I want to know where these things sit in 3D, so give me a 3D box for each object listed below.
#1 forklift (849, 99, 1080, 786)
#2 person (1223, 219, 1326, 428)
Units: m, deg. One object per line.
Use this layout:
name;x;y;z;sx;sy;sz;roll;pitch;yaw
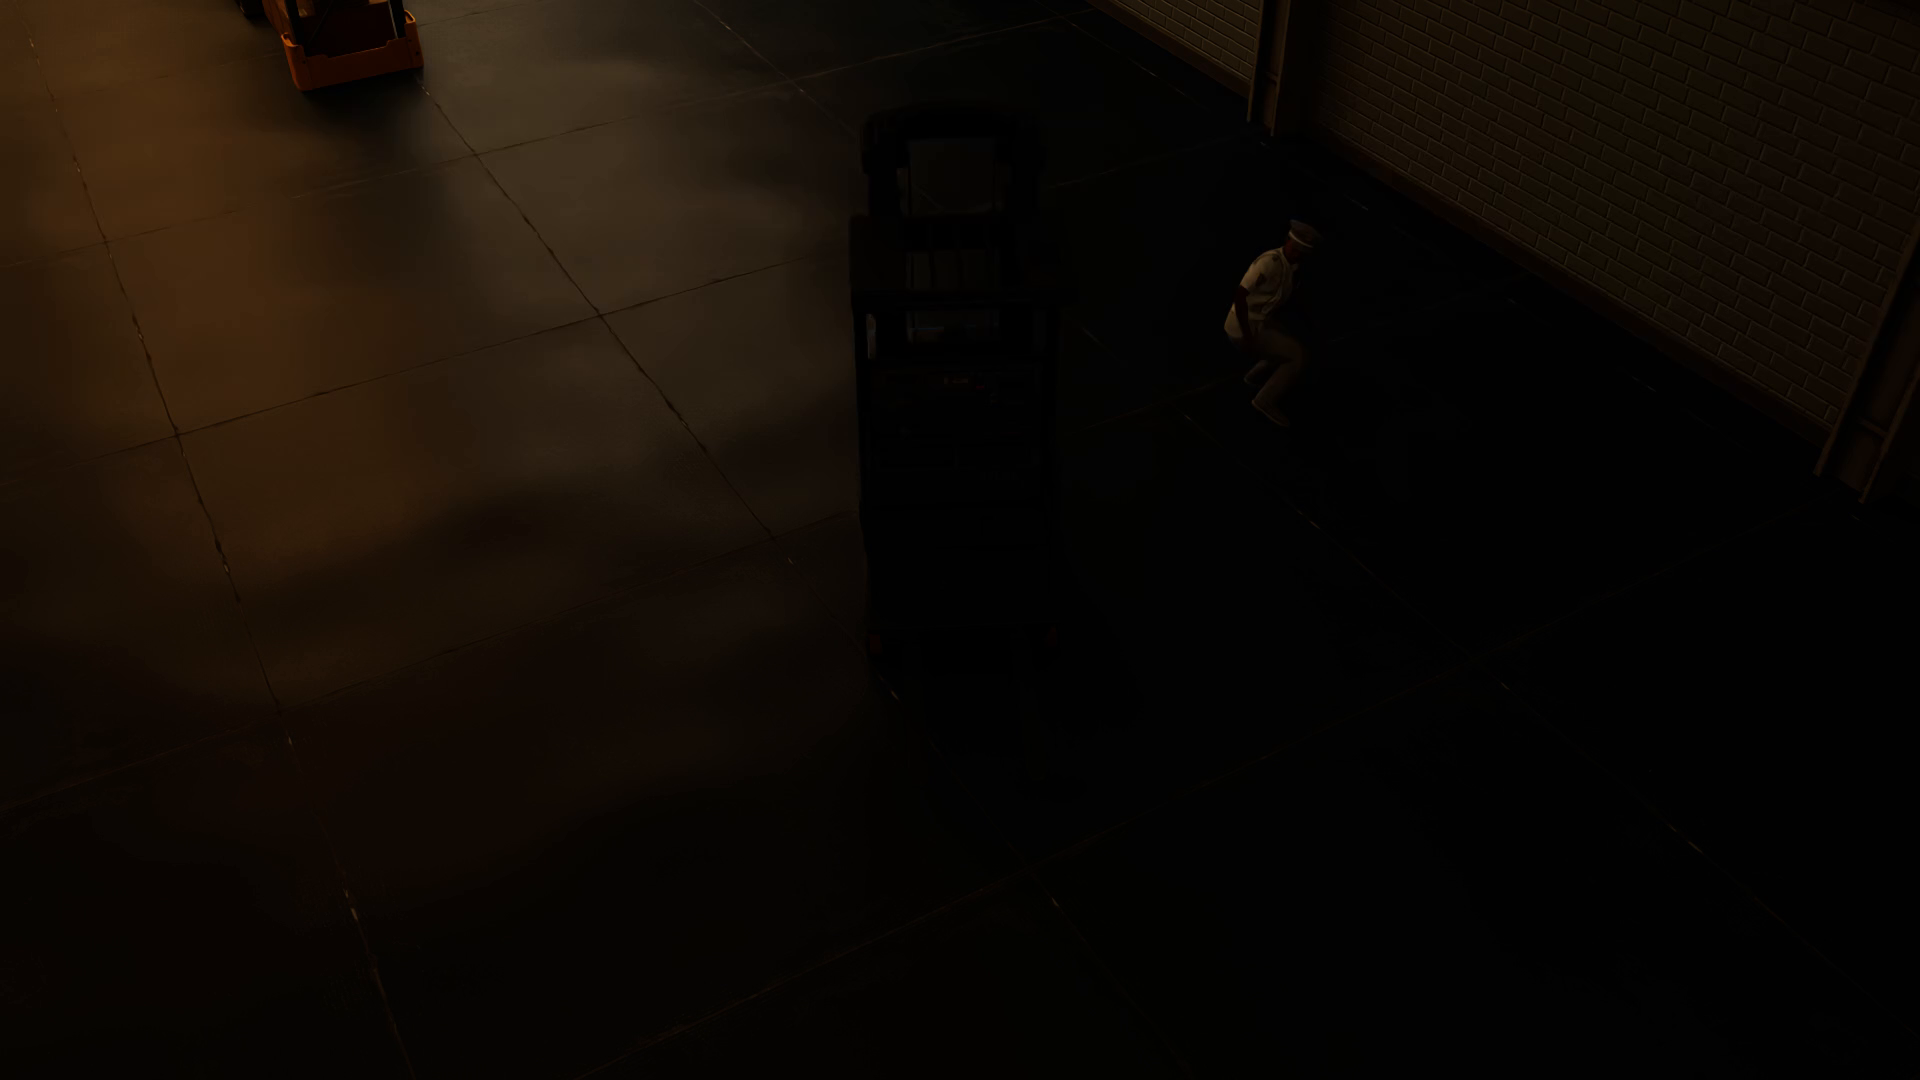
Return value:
forklift;-0.001;-0.683;8.860;1.130;2.935;3.031;-2;40;-3
person;2.049;-1.408;10.843;0.626;1.445;0.744;14;42;17
